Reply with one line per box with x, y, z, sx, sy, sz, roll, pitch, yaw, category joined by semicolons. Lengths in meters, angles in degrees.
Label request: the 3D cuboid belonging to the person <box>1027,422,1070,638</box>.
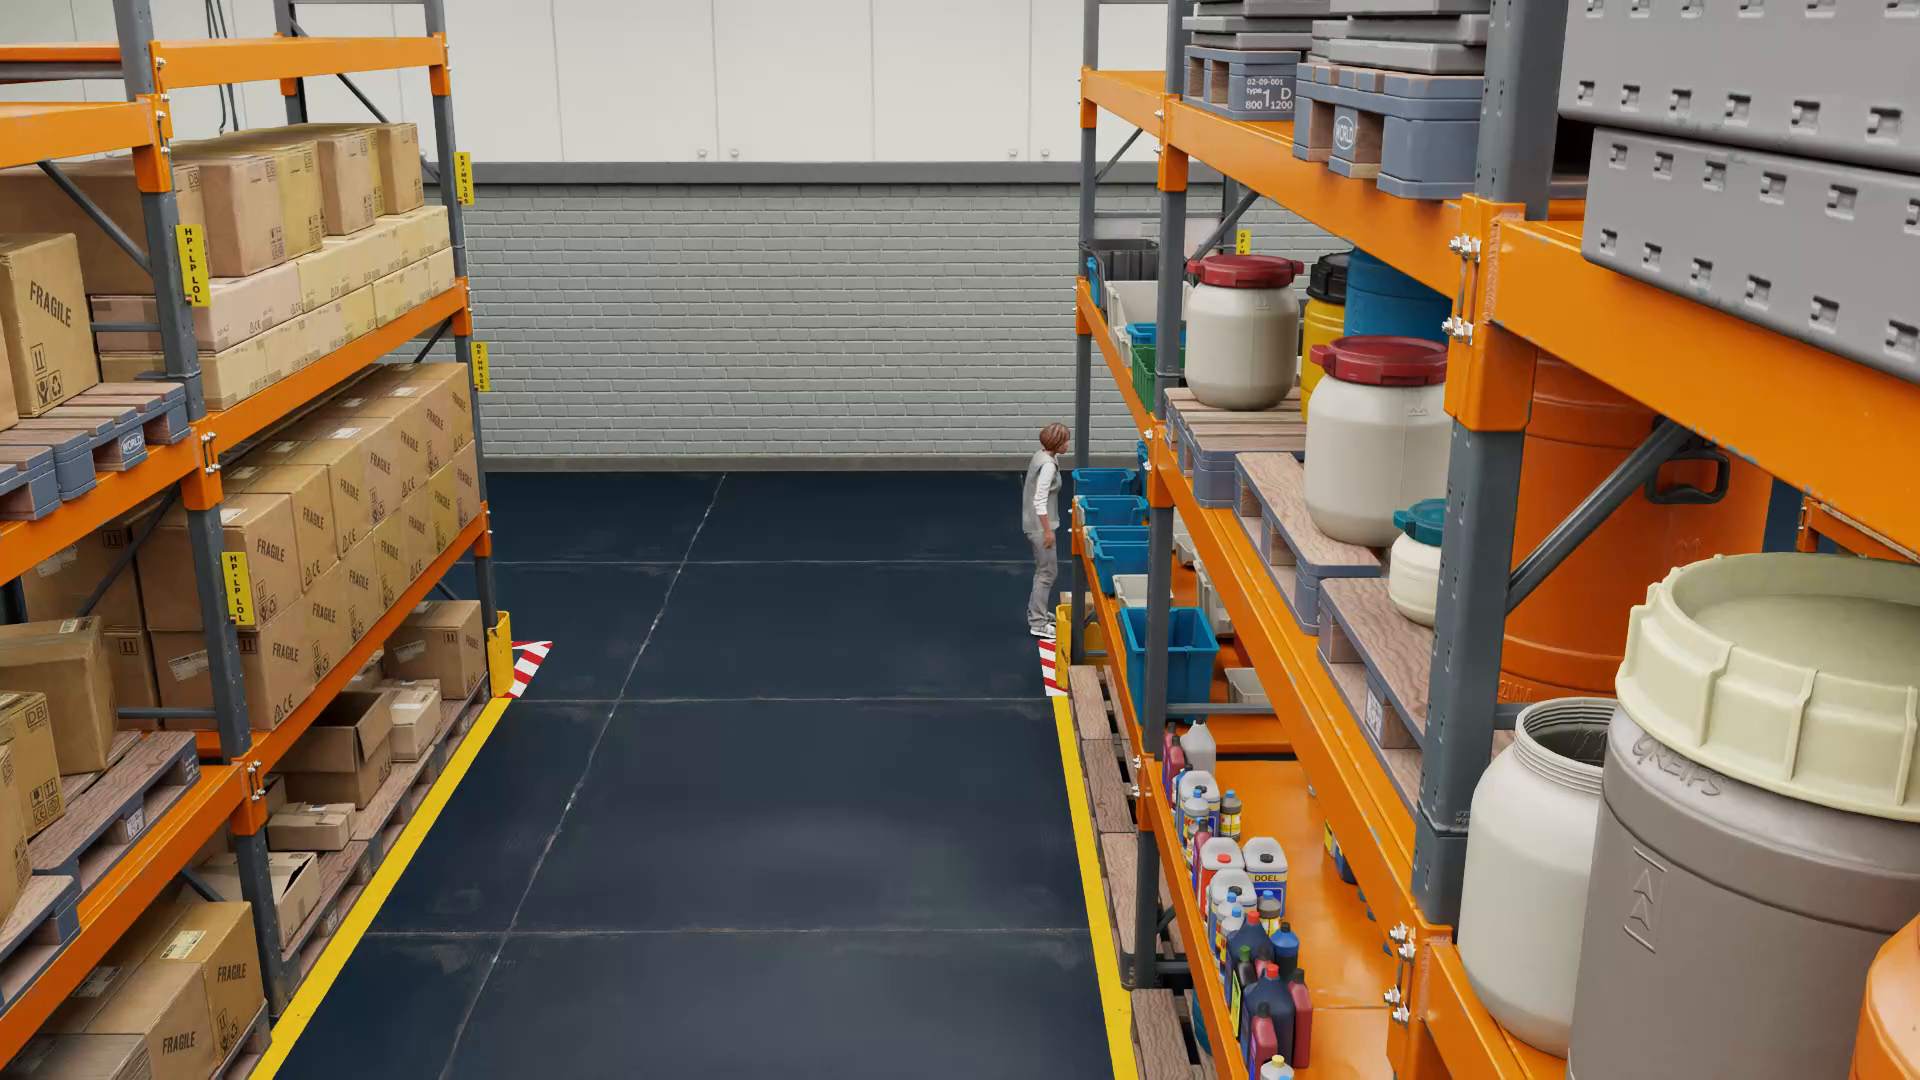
0.646;-0.089;12.349;0.317;1.593;0.449;1;17;2;person
